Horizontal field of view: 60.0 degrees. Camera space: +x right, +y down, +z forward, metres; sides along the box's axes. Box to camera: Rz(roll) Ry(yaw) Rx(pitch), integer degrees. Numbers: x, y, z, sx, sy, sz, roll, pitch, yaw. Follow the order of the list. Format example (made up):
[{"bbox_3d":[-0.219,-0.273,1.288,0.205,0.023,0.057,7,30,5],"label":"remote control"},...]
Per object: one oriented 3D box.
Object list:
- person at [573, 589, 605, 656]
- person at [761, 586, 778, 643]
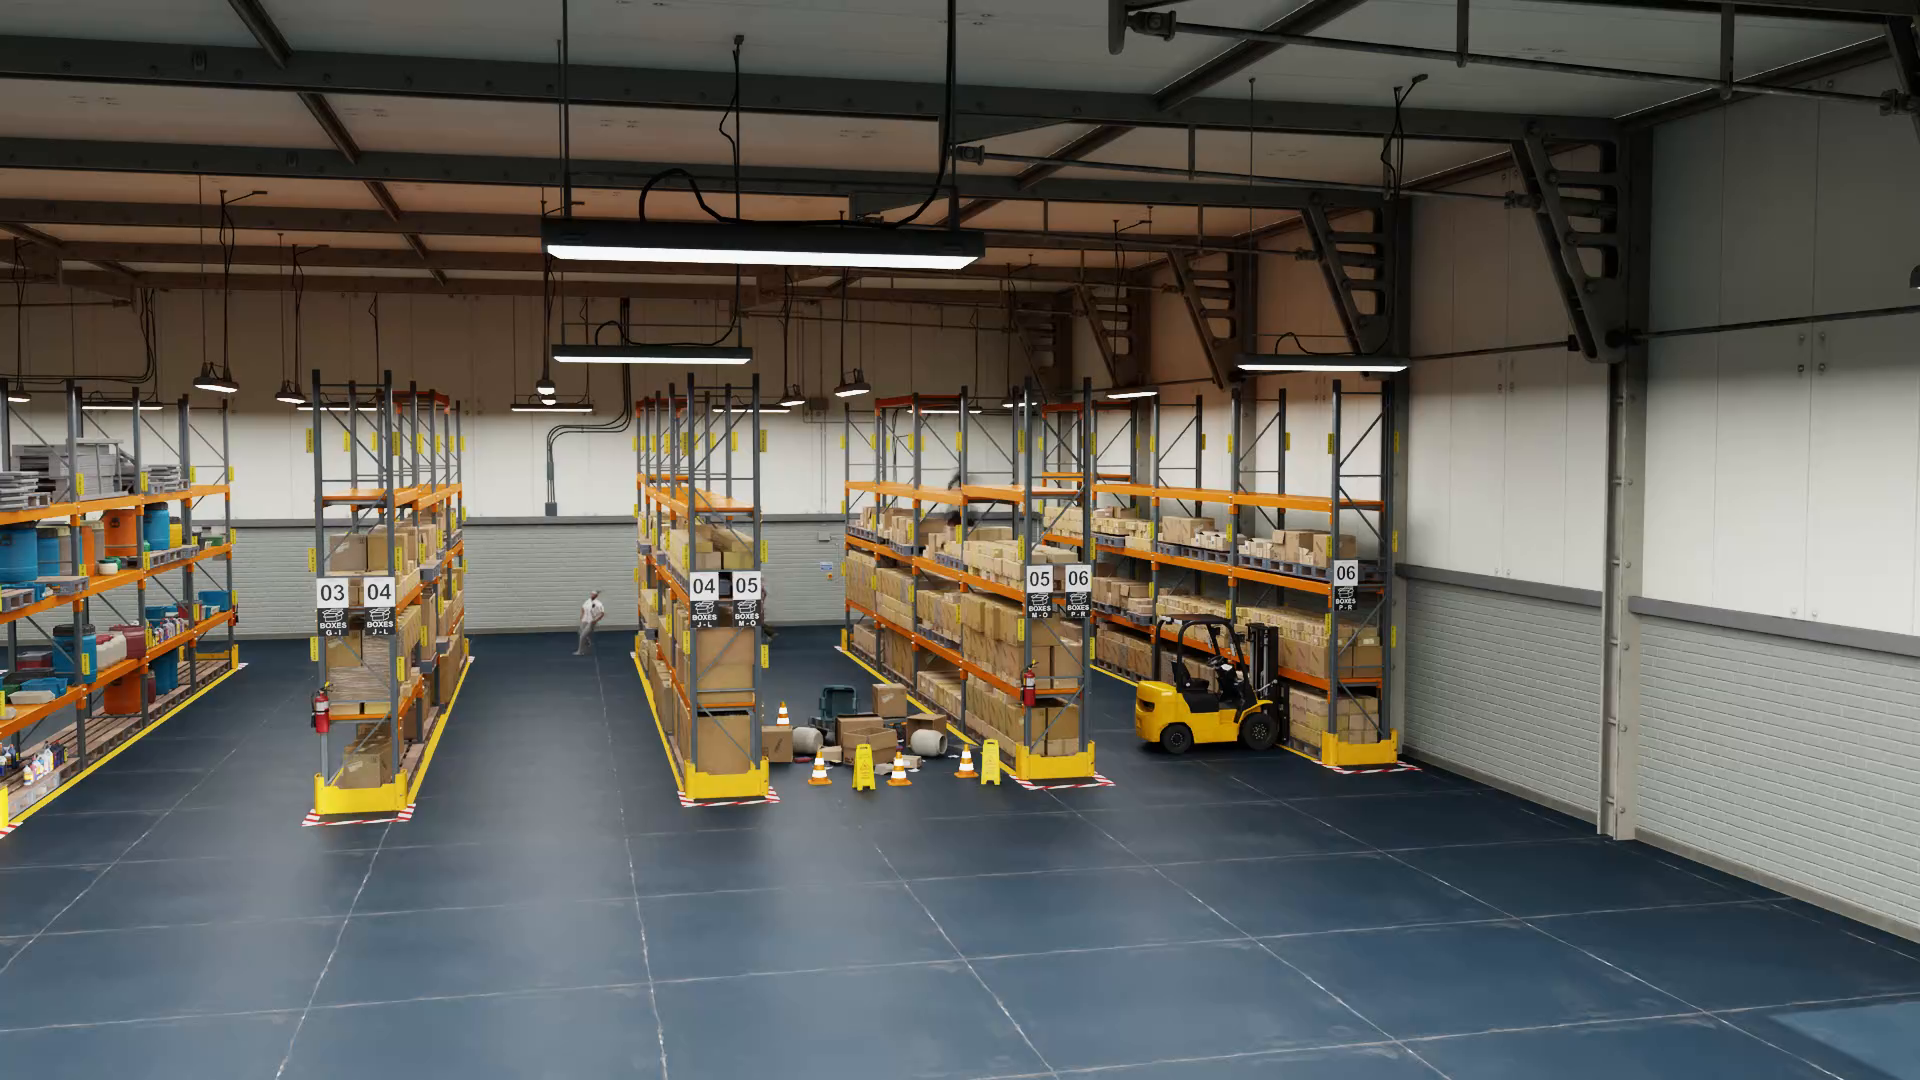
[{"bbox_3d":[-8.755,1.930,39.349,0.746,1.588,0.578,2,4,26],"label":"person"},{"bbox_3d":[-4.993,1.744,41.010,1.042,1.816,0.726,-1,3,-14],"label":"person"}]
